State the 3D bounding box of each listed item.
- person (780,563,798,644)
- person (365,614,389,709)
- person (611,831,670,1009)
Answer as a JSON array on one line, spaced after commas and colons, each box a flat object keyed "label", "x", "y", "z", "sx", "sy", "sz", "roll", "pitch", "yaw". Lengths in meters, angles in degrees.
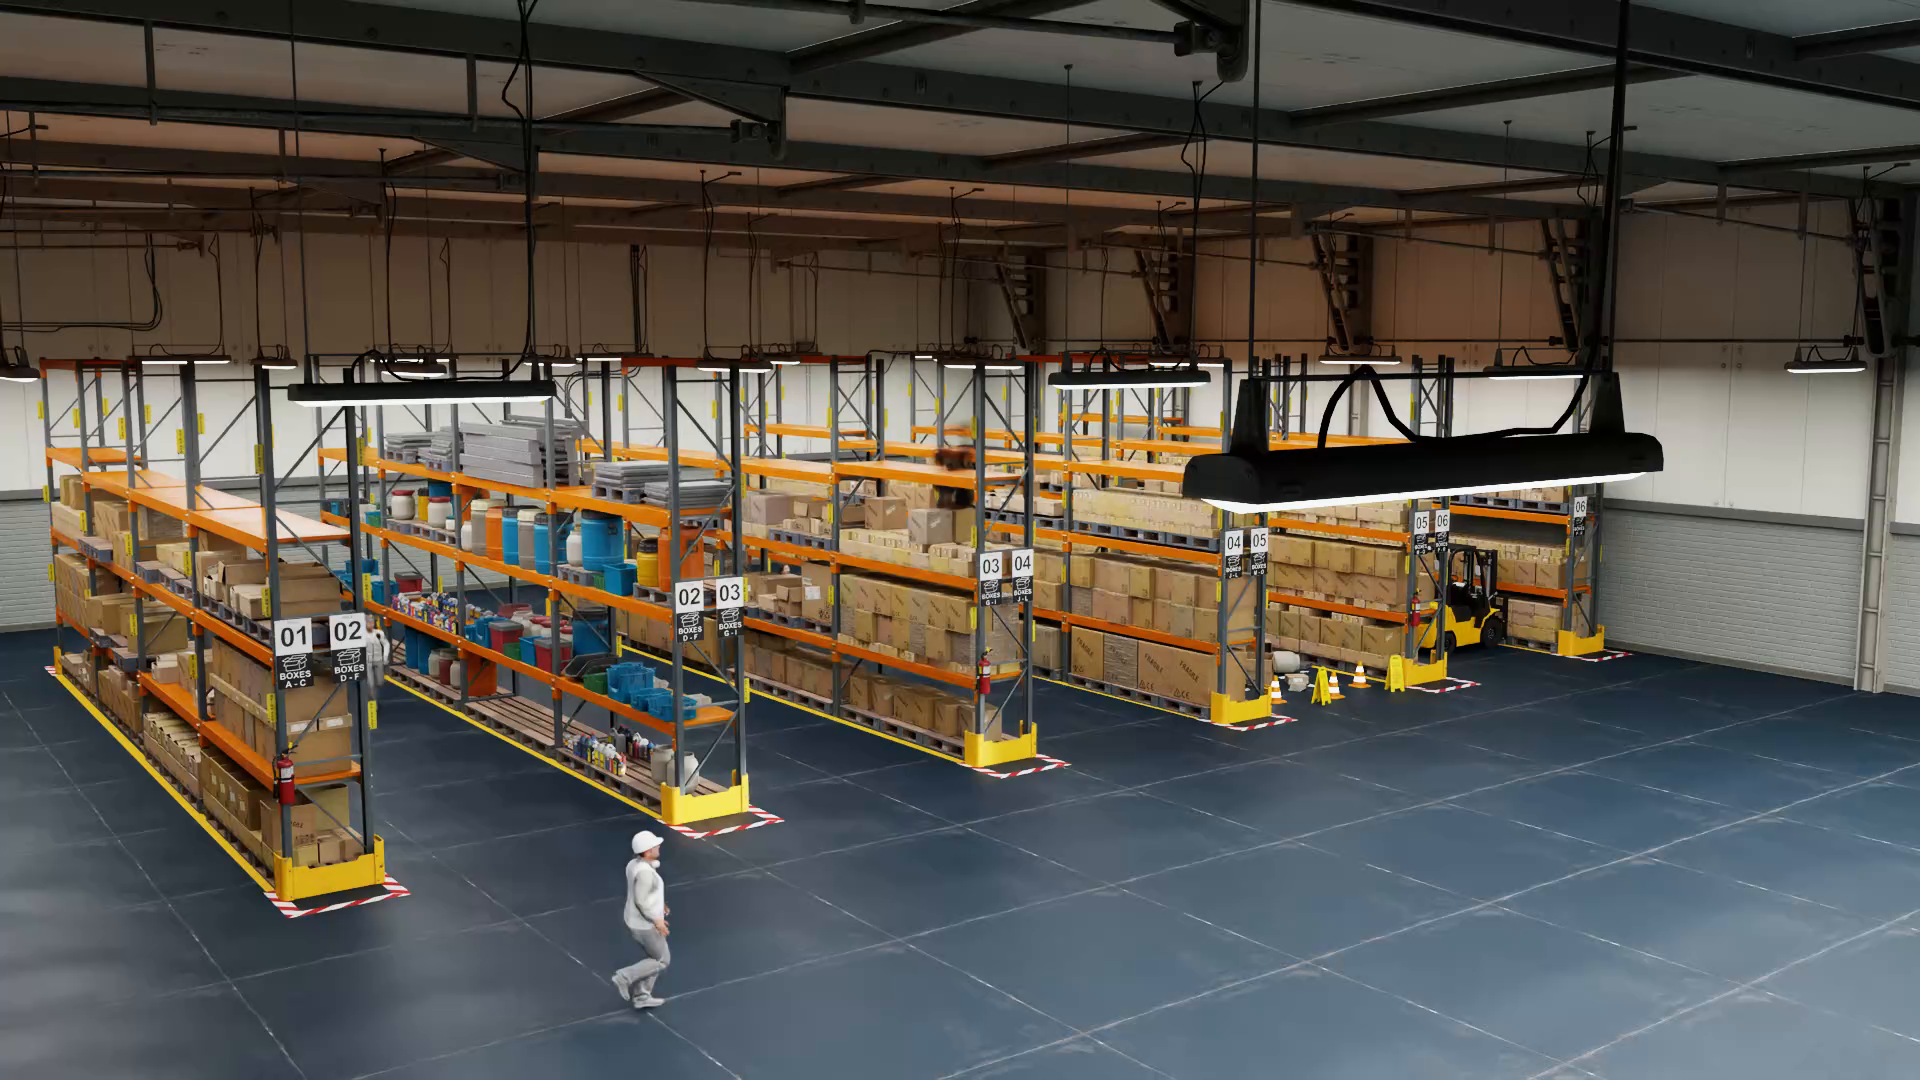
[{"label": "person", "x": -3.651, "y": 1.307, "z": 34.759, "sx": 0.578, "sy": 1.653, "sz": 0.964, "roll": -5, "pitch": 9, "yaw": -36}, {"label": "person", "x": -10.147, "y": 2.081, "z": 28.604, "sx": 0.581, "sy": 1.650, "sz": 0.560, "roll": -5, "pitch": 8, "yaw": -34}, {"label": "person", "x": -3.021, "y": 3.605, "z": 15.740, "sx": 0.618, "sy": 1.726, "sz": 0.642, "roll": -3, "pitch": 7, "yaw": -22}]
